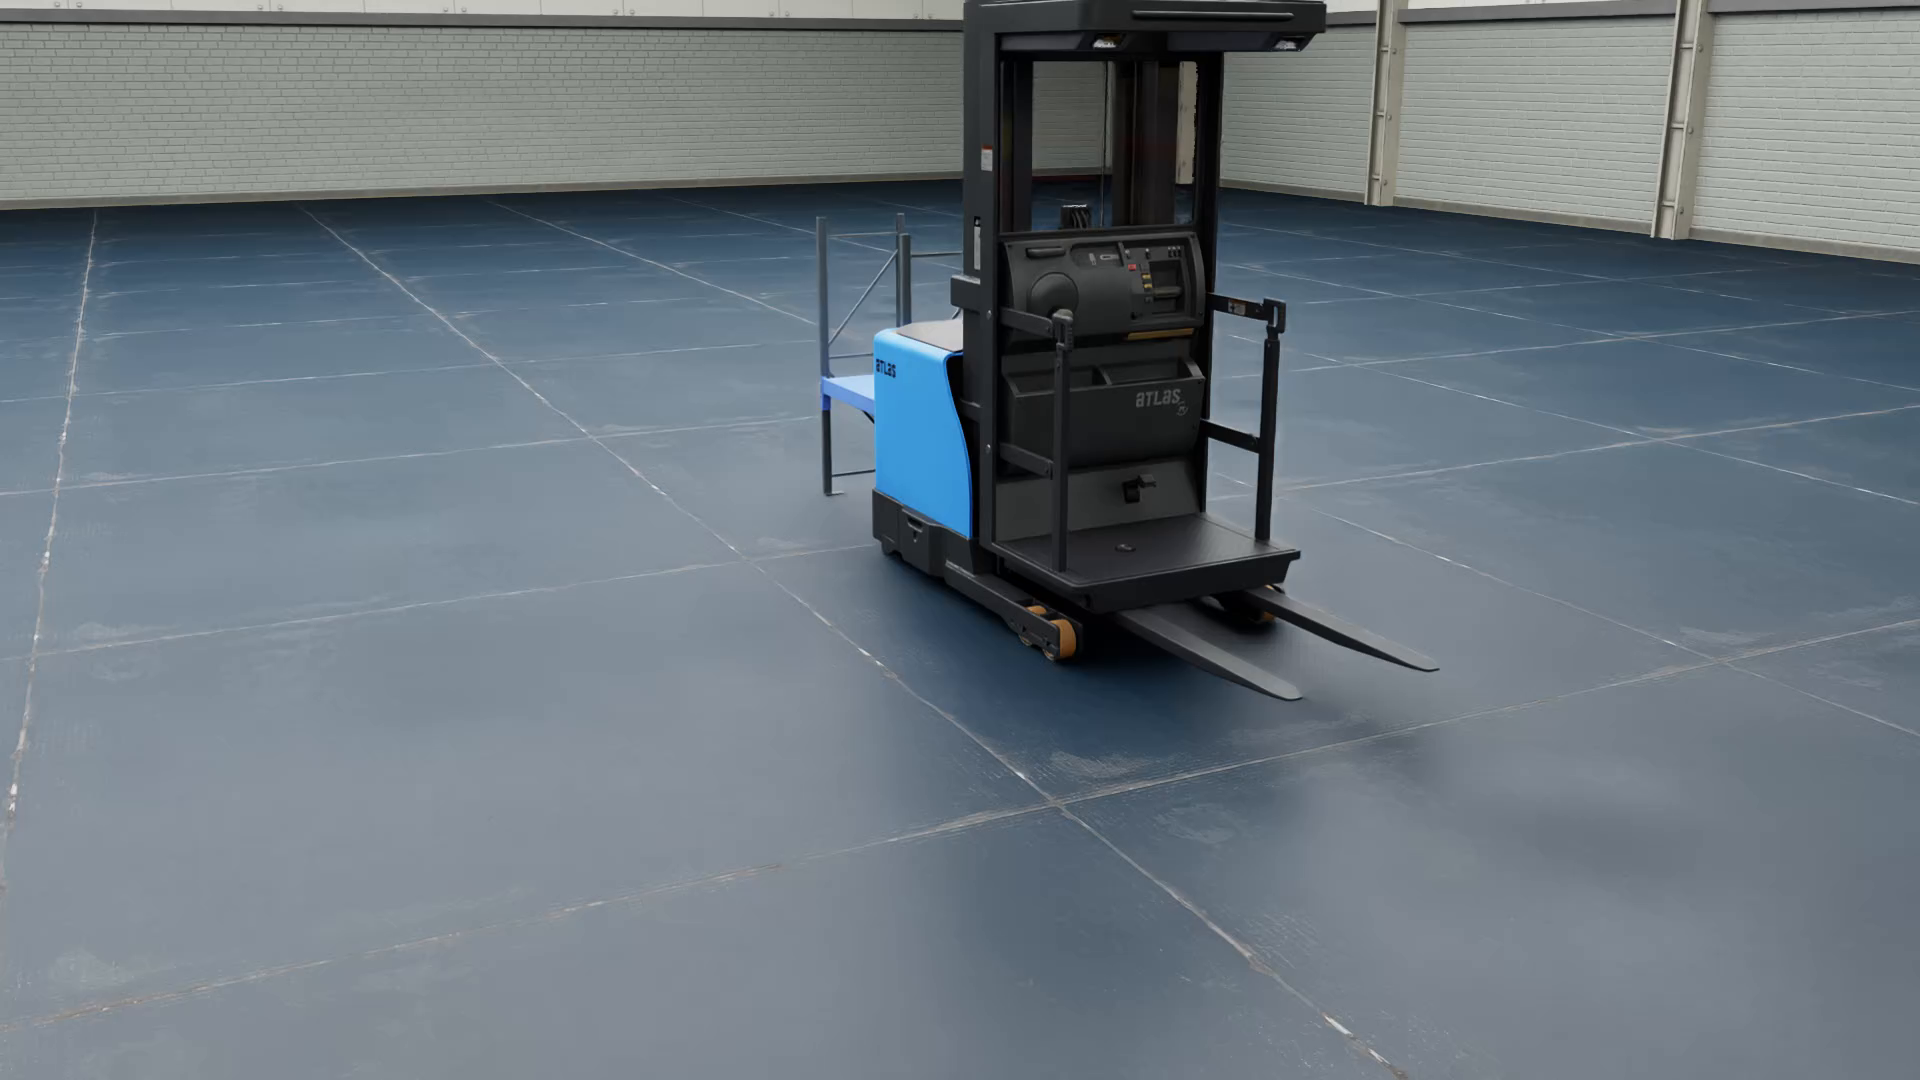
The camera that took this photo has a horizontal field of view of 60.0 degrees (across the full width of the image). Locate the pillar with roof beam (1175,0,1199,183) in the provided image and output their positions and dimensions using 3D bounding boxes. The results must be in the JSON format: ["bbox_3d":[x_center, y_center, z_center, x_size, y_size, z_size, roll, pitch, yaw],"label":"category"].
[{"bbox_3d":[0.478,-10.868,29.808,9.100,9.000,0.400,-8,18,-25],"label":"pillar with roof beam"}]

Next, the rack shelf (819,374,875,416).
[{"bbox_3d":[-0.290,-0.701,8.627,0.538,0.185,1.000,-8,18,-26],"label":"rack shelf"}]

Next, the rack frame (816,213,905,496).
[{"bbox_3d":[-0.524,-0.999,9.011,0.500,1.500,0.032,-8,18,-26],"label":"rack frame"}]

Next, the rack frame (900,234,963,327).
[{"bbox_3d":[-0.056,-0.750,8.144,0.500,1.500,0.032,-8,18,-26],"label":"rack frame"}]

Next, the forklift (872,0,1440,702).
[{"bbox_3d":[0.704,-1.070,6.667,1.130,2.935,3.031,-8,18,-26],"label":"forklift"}]

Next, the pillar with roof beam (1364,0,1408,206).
[{"bbox_3d":[3.106,-9.380,24.623,9.100,9.000,0.400,-8,18,-25],"label":"pillar with roof beam"}]

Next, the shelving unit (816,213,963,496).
[{"bbox_3d":[-0.290,-0.874,8.578,0.538,1.500,1.048,-8,18,-26],"label":"shelving unit"}]

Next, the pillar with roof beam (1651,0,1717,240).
[{"bbox_3d":[5.735,-7.892,19.439,9.100,9.000,0.400,-8,18,-25],"label":"pillar with roof beam"}]
